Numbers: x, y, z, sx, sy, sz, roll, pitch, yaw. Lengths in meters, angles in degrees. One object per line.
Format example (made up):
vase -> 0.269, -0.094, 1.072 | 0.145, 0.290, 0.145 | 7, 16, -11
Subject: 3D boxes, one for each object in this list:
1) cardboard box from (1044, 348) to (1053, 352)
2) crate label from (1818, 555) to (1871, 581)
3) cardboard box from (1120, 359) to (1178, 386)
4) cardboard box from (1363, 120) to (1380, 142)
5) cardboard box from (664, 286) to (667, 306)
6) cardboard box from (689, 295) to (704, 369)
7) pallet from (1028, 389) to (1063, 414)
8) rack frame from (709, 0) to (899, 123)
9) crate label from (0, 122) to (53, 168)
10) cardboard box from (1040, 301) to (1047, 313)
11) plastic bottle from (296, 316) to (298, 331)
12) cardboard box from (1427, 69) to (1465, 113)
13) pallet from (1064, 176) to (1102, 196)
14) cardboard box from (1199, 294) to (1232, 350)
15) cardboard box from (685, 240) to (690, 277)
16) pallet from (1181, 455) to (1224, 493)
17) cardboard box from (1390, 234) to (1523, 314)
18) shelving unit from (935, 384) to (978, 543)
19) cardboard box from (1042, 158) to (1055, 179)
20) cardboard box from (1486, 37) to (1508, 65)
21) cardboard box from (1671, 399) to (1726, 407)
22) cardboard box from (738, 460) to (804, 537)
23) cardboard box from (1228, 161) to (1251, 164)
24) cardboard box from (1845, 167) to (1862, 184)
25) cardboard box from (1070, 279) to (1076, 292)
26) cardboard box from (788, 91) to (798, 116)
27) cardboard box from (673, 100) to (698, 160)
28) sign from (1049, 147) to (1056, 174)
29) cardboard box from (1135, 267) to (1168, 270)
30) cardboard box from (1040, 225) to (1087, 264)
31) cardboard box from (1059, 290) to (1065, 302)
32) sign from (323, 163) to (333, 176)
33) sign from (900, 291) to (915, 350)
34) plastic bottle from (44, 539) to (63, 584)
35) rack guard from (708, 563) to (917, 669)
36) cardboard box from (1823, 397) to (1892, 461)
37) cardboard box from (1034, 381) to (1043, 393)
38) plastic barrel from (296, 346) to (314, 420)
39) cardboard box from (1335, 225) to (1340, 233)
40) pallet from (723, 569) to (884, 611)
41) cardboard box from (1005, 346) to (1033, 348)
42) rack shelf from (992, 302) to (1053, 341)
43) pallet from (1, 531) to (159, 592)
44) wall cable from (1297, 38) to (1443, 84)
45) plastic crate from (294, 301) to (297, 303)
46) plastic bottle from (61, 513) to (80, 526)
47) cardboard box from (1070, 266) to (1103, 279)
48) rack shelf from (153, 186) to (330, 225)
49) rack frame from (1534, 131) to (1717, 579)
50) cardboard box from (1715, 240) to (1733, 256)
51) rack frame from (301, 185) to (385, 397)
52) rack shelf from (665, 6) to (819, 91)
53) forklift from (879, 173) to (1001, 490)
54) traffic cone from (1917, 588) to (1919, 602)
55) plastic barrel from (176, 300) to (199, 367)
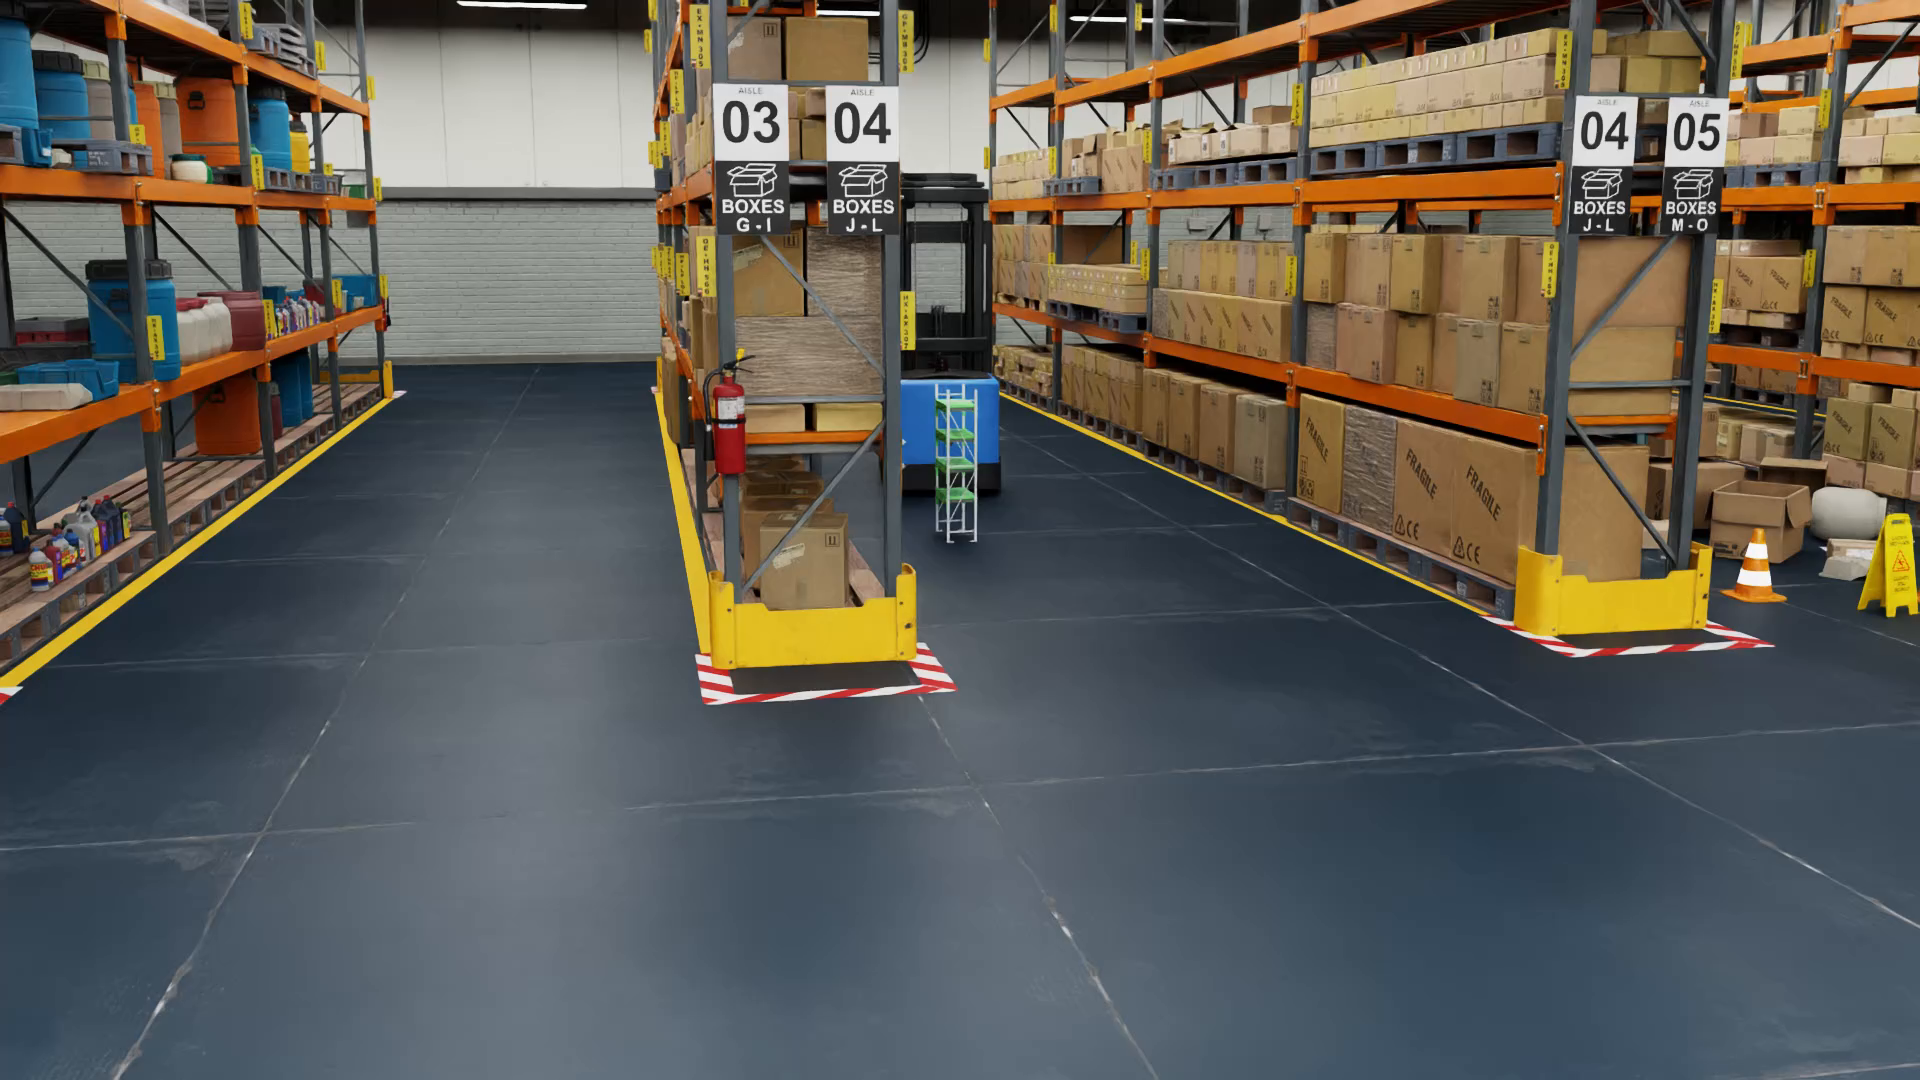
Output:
cardboard box -> 1.448, -2.747, 24.516 | 0.380, 0.149, 0.250 | -3, 11, -13
crate label -> 6.303, 0.194, 11.813 | 0.250, 0.136, 0.298 | -9, 14, -40
cardboard box -> 2.106, -1.873, 18.571 | 0.500, 0.250, 0.500 | -2, 11, -12
cardboard box -> 3.212, -3.016, 12.281 | 0.380, 0.149, 0.250 | -2, 11, -12
cardboard box -> -3.510, -3.126, 21.203 | 0.500, 0.250, 0.500 | -2, 11, -12
cardboard box -> -1.521, -1.532, 12.161 | 0.875, 0.500, 0.500 | -2, 11, -11
pallet -> 1.553, -1.896, 22.593 | 1.003, 0.211, 1.213 | -2, 11, -11
rack frame -> -0.832, -3.728, 8.717 | 1.000, 3.000, 0.127 | -2, 11, -11
crate label -> -5.731, -2.357, 9.932 | 0.502, 0.251, 0.408 | -2, 11, -11
cardboard box -> 1.276, -3.108, 22.173 | 0.380, 0.149, 0.250 | -2, 11, -13
plastic bottle -> -7.341, -2.397, 18.298 | 0.097, 0.201, 0.097 | 0, 11, 0
cardboard box -> 3.490, -3.008, 11.170 | 0.500, 0.250, 0.500 | -2, 11, -11
pallet -> 1.939, -4.218, 19.815 | 1.213, 0.211, 1.003 | -2, 11, -11
cardboard box -> 2.613, -2.090, 15.888 | 0.500, 0.500, 0.500 | -2, 11, -12
cardboard box -> -2.515, -2.925, 17.592 | 0.797, 0.503, 0.637 | -2, 11, -9
pallet -> 2.810, -0.670, 16.151 | 1.003, 0.211, 1.213 | -2, 11, -11
cardboard box -> 3.615, -1.914, 11.942 | 0.875, 0.550, 0.500 | -2, 11, -11
shelving unit -> -0.032, -0.620, 13.244 | 0.258, 1.200, 0.503 | -2, 11, -11
cardboard box -> 1.379, -4.865, 21.775 | 0.500, 0.250, 0.500 | -3, 11, -14
cardboard box -> 3.557, -3.083, 10.496 | 0.380, 0.149, 0.250 | -2, 11, -10
cardboard box -> 7.584, -1.285, 17.831 | 0.950, 0.372, 0.625 | -2, 11, -12
cardboard box -> -1.453, -0.314, 12.384 | 0.500, 0.500, 0.500 | 1, 11, 7
cardboard box -> 2.994, -3.915, 16.567 | 0.500, 0.311, 0.500 | -2, 11, -11
cardboard box -> 7.929, -3.159, 14.418 | 0.380, 0.149, 0.250 | -2, 11, -12
cardboard box -> 1.553, -3.092, 20.173 | 0.380, 0.149, 0.250 | -2, 11, -9
cardboard box -> -1.128, -2.468, 9.456 | 0.380, 0.149, 0.250 | -2, 11, -13
cardboard box -> -2.350, -3.736, 15.176 | 0.500, 0.500, 0.500 | -2, 11, -13
sign -> 1.188, -4.850, 21.252 | 0.100, 0.325, 0.005 | -2, 11, -11
cardboard box -> 2.295, -3.164, 19.756 | 0.380, 0.149, 0.250 | -2, 11, -12
cardboard box -> 1.362, -3.907, 21.962 | 0.500, 0.500, 0.500 | -3, 11, -13
cardboard box -> 1.448, -3.041, 20.701 | 0.380, 0.149, 0.250 | -2, 11, -11
sign -> -7.485, -4.299, 19.717 | 0.100, 0.325, 0.005 | -2, 11, -11
sign -> -0.300, -1.226, 9.301 | 0.100, 0.325, 0.005 | -2, 11, -11
plastic bottle -> -5.764, 0.131, 10.573 | 0.061, 0.283, 0.133 | -2, 11, -10
rack guard -> -0.847, 0.433, 9.585 | 1.175, 0.500, 0.348 | -2, 11, -11
cardboard box -> 7.960, -0.981, 14.554 | 0.500, 0.500, 0.500 | -2, 11, -8
cardboard box -> 1.225, -2.106, 22.740 | 0.380, 0.149, 0.250 | -2, 11, -13
plastic barrel -> -7.936, -1.877, 19.525 | 0.600, 0.901, 0.708 | -2, 11, -11
cardboard box -> 5.812, -4.621, 24.778 | 0.380, 0.149, 0.250 | -2, 11, -10
pallet -> -0.971, 0.424, 10.402 | 1.003, 0.211, 1.213 | -2, 11, -11
cardboard box -> 0.881, -2.821, 24.905 | 0.380, 0.149, 0.250 | -2, 11, -10
rack shelf -> 1.330, -3.157, 23.686 | 1.077, 0.370, 4.000 | -2, 11, -11
pallet -> -6.379, 0.160, 11.792 | 1.003, 0.211, 1.213 | -2, 11, -11
wall cable -> 7.872, -8.196, 32.089 | 2.988, 3.039, 0.133 | -2, 11, -11
plastic crate -> -8.658, -3.010, 21.535 | 0.293, 0.136, 0.466 | -2, 11, -11
plastic bottle -> -6.164, -0.060, 11.597 | 0.152, 0.276, 0.135 | -2, 11, -11
cardboard box -> 1.548, -3.239, 20.150 | 0.380, 0.149, 0.250 | -2, 11, -11
rack shelf -> -7.636, -3.555, 17.755 | 1.077, 0.370, 4.000 | -2, 11, -11
rack frame -> 4.052, -0.943, 10.128 | 1.000, 3.000, 0.127 | -2, 11, -11
cardboard box -> 7.576, -2.847, 16.212 | 0.380, 0.149, 0.250 | -3, 11, -13
rack frame -> -8.803, -3.536, 23.750 | 1.000, 3.000, 0.127 | -2, 11, -11
rack shelf -> -1.999, -4.279, 14.604 | 1.077, 0.370, 4.000 | -2, 11, -11
forklift -> -0.246, -2.113, 16.460 | 1.130, 2.935, 3.031 | -1, 11, -4
traffic cone -> 6.517, 0.175, 11.037 | 0.336, 0.463, 0.334 | -2, 11, -11
plastic barrel -> -6.582, -1.719, 13.844 | 0.433, 0.535, 0.433 | 0, 11, 0
